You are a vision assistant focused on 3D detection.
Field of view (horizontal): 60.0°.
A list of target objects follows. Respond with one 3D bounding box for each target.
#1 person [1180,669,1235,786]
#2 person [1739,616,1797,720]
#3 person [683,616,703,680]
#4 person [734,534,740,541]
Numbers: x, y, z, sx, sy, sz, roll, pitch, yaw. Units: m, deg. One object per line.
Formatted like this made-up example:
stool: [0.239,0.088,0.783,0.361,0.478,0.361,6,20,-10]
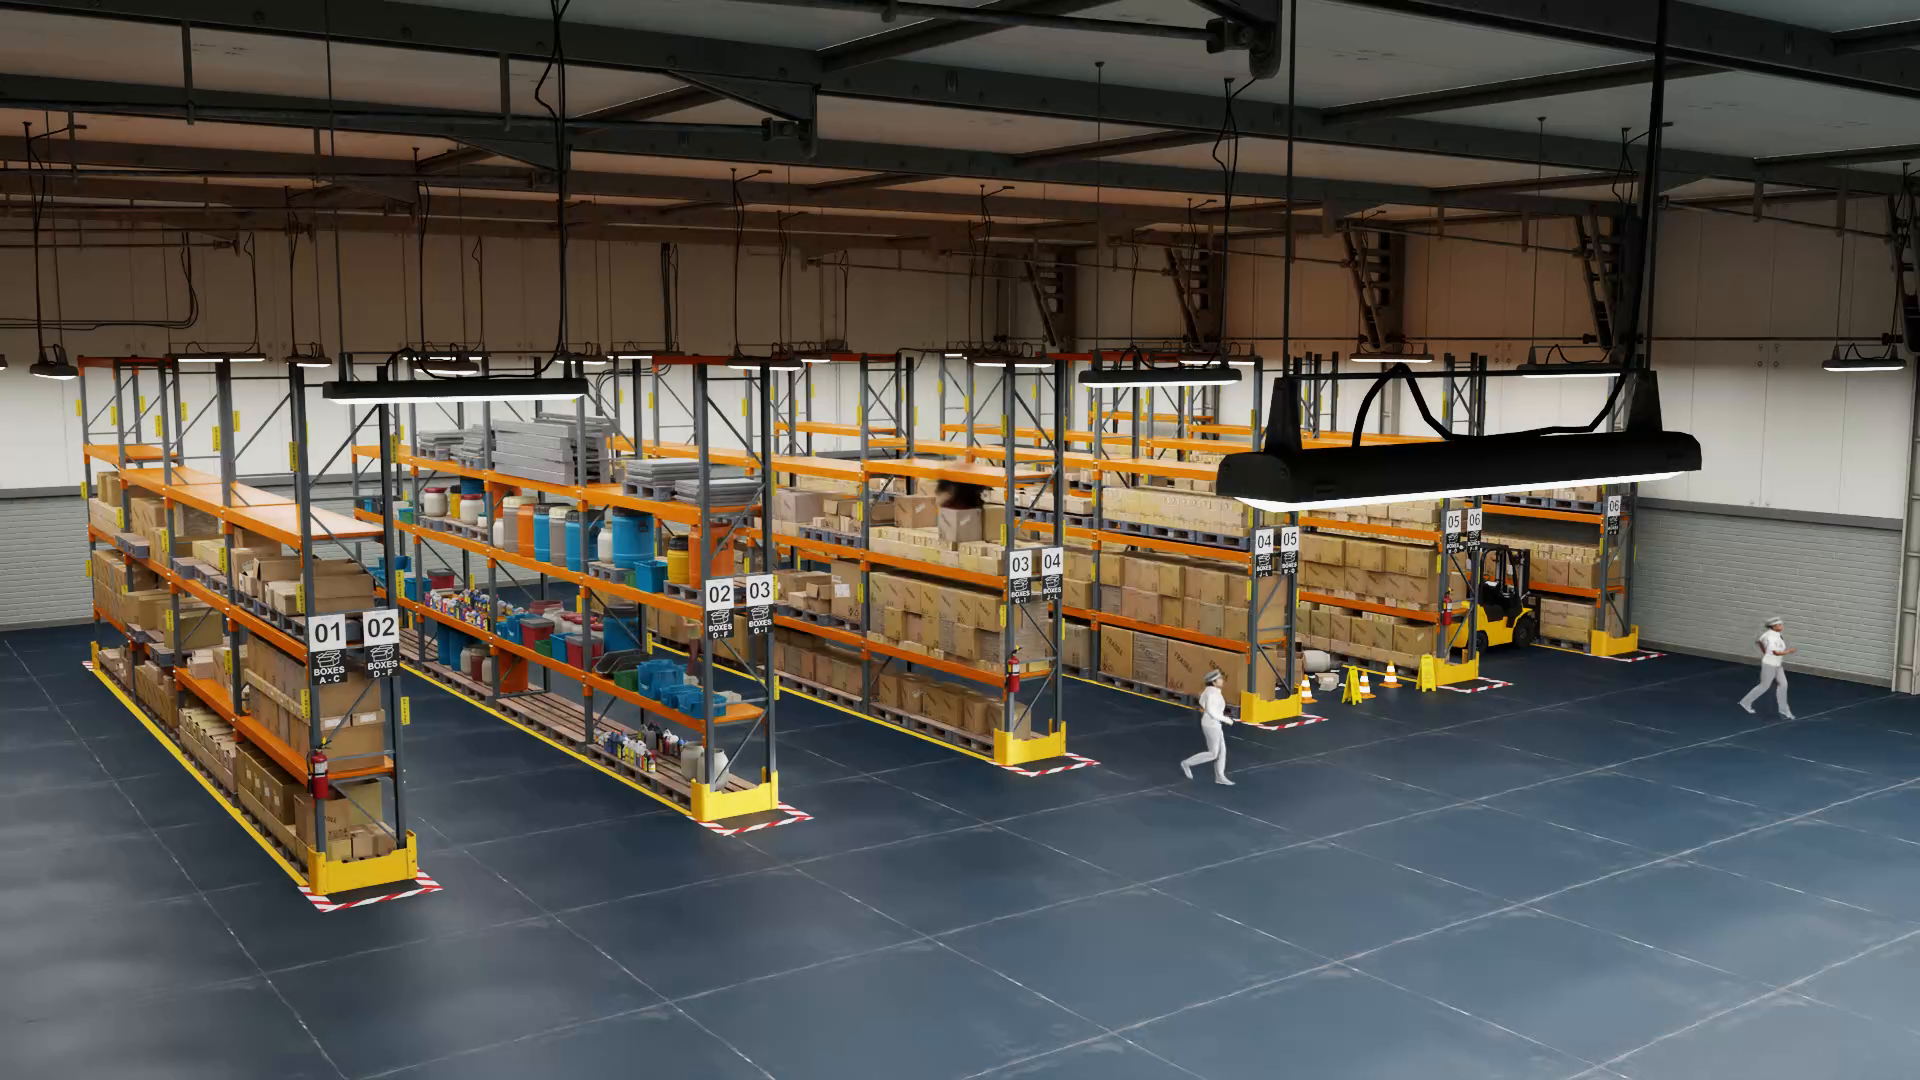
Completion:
person: [3.523,2.657,23.618,0.791,1.696,0.624,0,7,3]
person: [13.546,2.120,27.809,0.860,1.742,0.546,4,8,31]
person: [-4.828,1.823,30.440,0.559,1.725,0.738,-4,8,-32]
person: [-5.463,0.608,40.123,0.714,1.728,0.889,1,7,6]
